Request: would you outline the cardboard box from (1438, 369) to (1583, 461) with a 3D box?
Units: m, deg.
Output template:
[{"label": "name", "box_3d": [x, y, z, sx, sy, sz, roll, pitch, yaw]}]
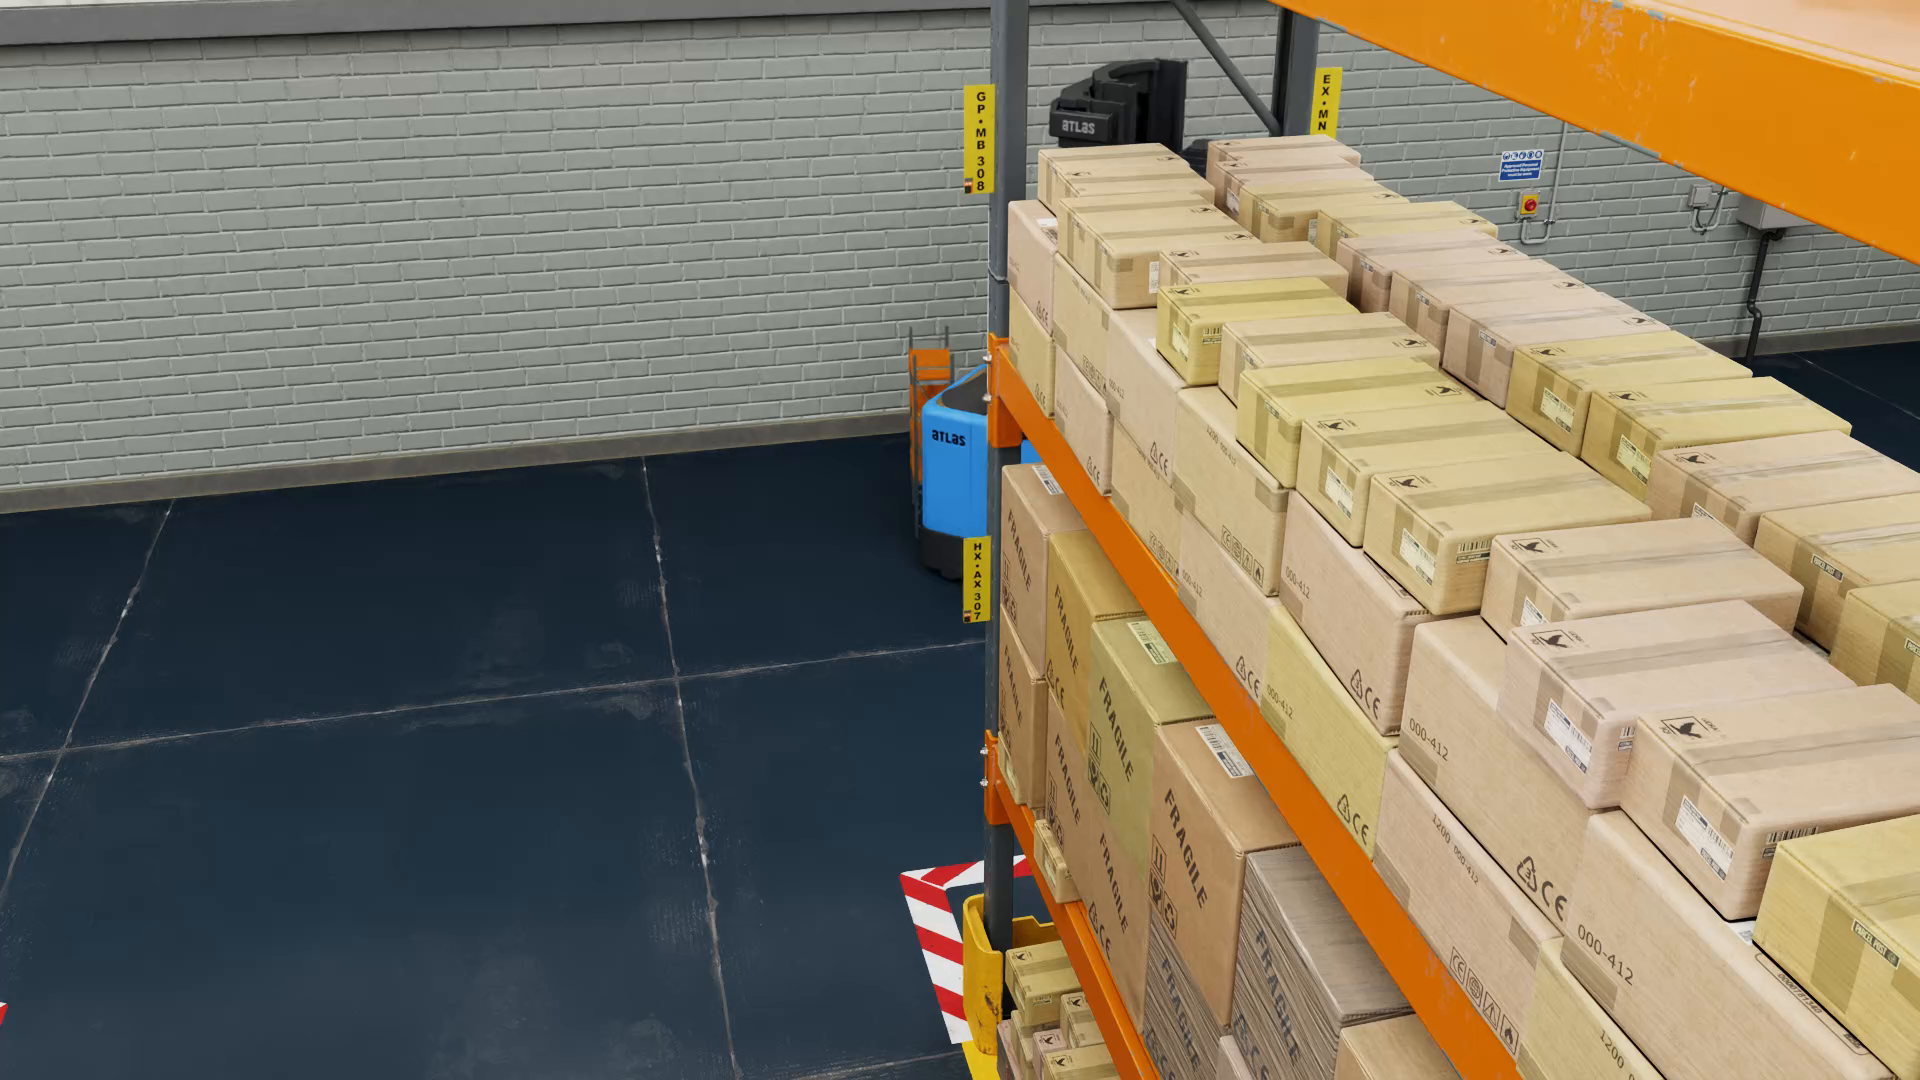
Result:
[{"label": "cardboard box", "box_3d": [1.274, -0.179, 3.558, 0.500, 0.250, 0.500, -7, 28, -14]}]

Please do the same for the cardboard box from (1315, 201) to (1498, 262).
[{"label": "cardboard box", "box_3d": [1.135, -0.754, 4.254, 0.380, 0.149, 0.250, -6, 27, -11]}]

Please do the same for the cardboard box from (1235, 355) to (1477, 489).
[{"label": "cardboard box", "box_3d": [0.761, -0.233, 3.224, 0.380, 0.149, 0.250, -6, 27, -12]}]

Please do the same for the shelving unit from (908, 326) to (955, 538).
[{"label": "shelving unit", "box_3d": [-0.173, -0.662, 10.230, 0.258, 1.200, 0.503, -2, 27, -4]}]

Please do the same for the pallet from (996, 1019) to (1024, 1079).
[{"label": "pallet", "box_3d": [0.756, 2.106, 5.843, 1.003, 0.211, 1.213, -6, 27, -12]}]

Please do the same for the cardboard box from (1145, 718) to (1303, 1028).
[{"label": "cardboard box", "box_3d": [0.767, 0.743, 3.899, 0.500, 0.500, 0.500, -7, 28, -13]}]

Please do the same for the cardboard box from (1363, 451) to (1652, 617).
[{"label": "cardboard box", "box_3d": [0.912, -0.016, 2.793, 0.380, 0.149, 0.250, -7, 28, -14]}]

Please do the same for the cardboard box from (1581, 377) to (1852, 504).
[{"label": "cardboard box", "box_3d": [1.413, -0.184, 3.125, 0.380, 0.149, 0.250, -5, 27, -9]}]

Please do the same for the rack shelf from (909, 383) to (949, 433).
[{"label": "rack shelf", "box_3d": [-0.173, -0.801, 10.159, 0.258, 0.148, 0.480, -2, 27, -4]}]

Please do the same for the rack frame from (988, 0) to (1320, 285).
[{"label": "rack frame", "box_3d": [0.590, -2.210, 4.642, 1.000, 3.000, 0.127, -6, 27, -12]}]

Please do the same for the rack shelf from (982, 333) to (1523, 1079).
[{"label": "rack shelf", "box_3d": [1.041, 0.328, 3.741, 1.077, 0.370, 4.000, -6, 27, -12]}]

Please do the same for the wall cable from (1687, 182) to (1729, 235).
[{"label": "wall cable", "box_3d": [5.476, -3.155, 12.044, 0.588, 1.984, 0.122, -6, 27, -12]}]

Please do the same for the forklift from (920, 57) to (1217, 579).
[{"label": "forklift", "box_3d": [1.310, -0.991, 8.960, 3.031, 2.935, 1.130, 14, 30, 25]}]

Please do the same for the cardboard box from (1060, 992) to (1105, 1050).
[{"label": "cardboard box", "box_3d": [0.557, 1.661, 5.668, 0.380, 0.149, 0.250, -5, 27, -11]}]

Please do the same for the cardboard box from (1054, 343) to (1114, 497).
[{"label": "cardboard box", "box_3d": [0.557, -0.350, 4.451, 0.500, 0.250, 0.500, -5, 27, -10]}]

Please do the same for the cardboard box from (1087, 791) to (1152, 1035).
[{"label": "cardboard box", "box_3d": [0.666, 0.964, 4.570, 0.500, 0.500, 0.500, -6, 27, -11]}]

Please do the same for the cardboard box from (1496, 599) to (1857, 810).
[{"label": "cardboard box", "box_3d": [0.989, 0.223, 2.320, 0.380, 0.149, 0.250, -6, 27, -12]}]

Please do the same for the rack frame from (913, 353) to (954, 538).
[{"label": "rack frame", "box_3d": [-0.155, -0.552, 10.012, 0.240, 1.200, 0.015, -2, 27, -4]}]

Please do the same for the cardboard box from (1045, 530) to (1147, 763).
[{"label": "cardboard box", "box_3d": [0.553, 0.289, 4.798, 0.500, 0.500, 0.500, -5, 27, -10]}]

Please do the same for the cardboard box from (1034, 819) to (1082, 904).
[{"label": "cardboard box", "box_3d": [0.450, 0.986, 5.245, 0.380, 0.149, 0.250, -7, 28, -13]}]

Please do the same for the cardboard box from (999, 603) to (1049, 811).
[{"label": "cardboard box", "box_3d": [0.422, 0.515, 5.459, 0.500, 0.500, 0.500, -5, 27, -9]}]

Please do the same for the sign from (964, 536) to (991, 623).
[{"label": "sign", "box_3d": [0.062, 0.136, 5.690, 0.100, 0.325, 0.005, -6, 27, -12]}]

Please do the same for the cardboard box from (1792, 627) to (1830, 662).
[{"label": "cardboard box", "box_3d": [1.509, 0.274, 2.662, 0.500, 0.250, 0.500, -6, 27, -12]}]

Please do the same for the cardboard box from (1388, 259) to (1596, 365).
[{"label": "cardboard box", "box_3d": [1.209, -0.524, 3.799, 0.380, 0.149, 0.250, -5, 27, -10]}]

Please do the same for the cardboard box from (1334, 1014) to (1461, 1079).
[{"label": "cardboard box", "box_3d": [1.001, 1.195, 3.003, 0.500, 0.500, 0.500, -7, 28, -13]}]

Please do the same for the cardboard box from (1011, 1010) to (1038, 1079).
[{"label": "cardboard box", "box_3d": [0.396, 1.816, 6.022, 0.380, 0.149, 0.250, -5, 27, -11]}]

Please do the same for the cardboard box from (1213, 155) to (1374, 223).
[{"label": "cardboard box", "box_3d": [0.933, -0.973, 4.690, 0.380, 0.149, 0.250, -6, 27, -11]}]

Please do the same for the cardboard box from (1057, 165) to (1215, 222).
[{"label": "cardboard box", "box_3d": [0.481, -0.927, 4.597, 0.380, 0.149, 0.250, -5, 27, -10]}]

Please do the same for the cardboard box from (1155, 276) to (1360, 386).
[{"label": "cardboard box", "box_3d": [0.653, -0.465, 3.683, 0.380, 0.149, 0.250, -5, 27, -10]}]

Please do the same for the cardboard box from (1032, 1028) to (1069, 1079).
[{"label": "cardboard box", "box_3d": [0.465, 1.802, 5.718, 0.380, 0.149, 0.250, -6, 27, -12]}]

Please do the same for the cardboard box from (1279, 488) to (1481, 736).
[{"label": "cardboard box", "box_3d": [0.912, 0.094, 3.018, 0.500, 0.250, 0.500, -5, 27, -9]}]

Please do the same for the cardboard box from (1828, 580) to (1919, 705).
[{"label": "cardboard box", "box_3d": [1.522, 0.171, 2.423, 0.380, 0.149, 0.250, -6, 27, -12]}]

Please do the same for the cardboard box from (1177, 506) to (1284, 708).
[{"label": "cardboard box", "box_3d": [0.791, 0.103, 3.555, 0.500, 0.250, 0.500, -6, 27, -12]}]

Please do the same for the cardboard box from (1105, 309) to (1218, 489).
[{"label": "cardboard box", "box_3d": [0.657, -0.356, 3.910, 0.500, 0.250, 0.500, -6, 27, -11]}]

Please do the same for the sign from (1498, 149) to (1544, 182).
[{"label": "sign", "box_3d": [4.036, -2.695, 11.960, 0.327, 0.218, 0.001, -6, 27, -12]}]

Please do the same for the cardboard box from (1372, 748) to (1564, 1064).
[{"label": "cardboard box", "box_3d": [1.017, 0.543, 2.682, 0.500, 0.250, 0.500, -6, 27, -12]}]

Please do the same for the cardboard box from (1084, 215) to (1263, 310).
[{"label": "cardboard box", "box_3d": [0.525, -0.693, 4.135, 0.380, 0.149, 0.250, -6, 27, -11]}]

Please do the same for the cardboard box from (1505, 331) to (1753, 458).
[{"label": "cardboard box", "box_3d": [1.341, -0.297, 3.350, 0.380, 0.149, 0.250, -7, 28, -13]}]

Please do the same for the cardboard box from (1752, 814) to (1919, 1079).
[{"label": "cardboard box", "box_3d": [1.155, 0.441, 1.888, 0.380, 0.149, 0.250, -7, 28, -14]}]

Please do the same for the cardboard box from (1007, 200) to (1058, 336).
[{"label": "cardboard box", "box_3d": [0.438, -0.804, 4.797, 0.500, 0.250, 0.500, -6, 27, -11]}]

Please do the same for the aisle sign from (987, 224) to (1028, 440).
[{"label": "aisle sign", "box_3d": [0.282, -0.694, 5.412, 0.394, 0.787, 0.004, -6, 27, -12]}]

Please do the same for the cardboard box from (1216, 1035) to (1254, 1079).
[{"label": "cardboard box", "box_3d": [0.881, 1.416, 3.674, 0.500, 0.500, 0.500, -6, 27, -12]}]

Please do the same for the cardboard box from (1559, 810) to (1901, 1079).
[{"label": "cardboard box", "box_3d": [1.140, 0.552, 2.111, 0.500, 0.250, 0.500, -7, 28, -14]}]

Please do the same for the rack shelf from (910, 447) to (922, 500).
[{"label": "rack shelf", "box_3d": [-0.173, -0.424, 10.349, 0.258, 0.148, 0.480, -2, 27, -4]}]

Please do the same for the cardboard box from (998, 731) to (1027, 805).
[{"label": "cardboard box", "box_3d": [0.344, 0.755, 5.703, 0.380, 0.149, 0.250, -6, 27, -12]}]
